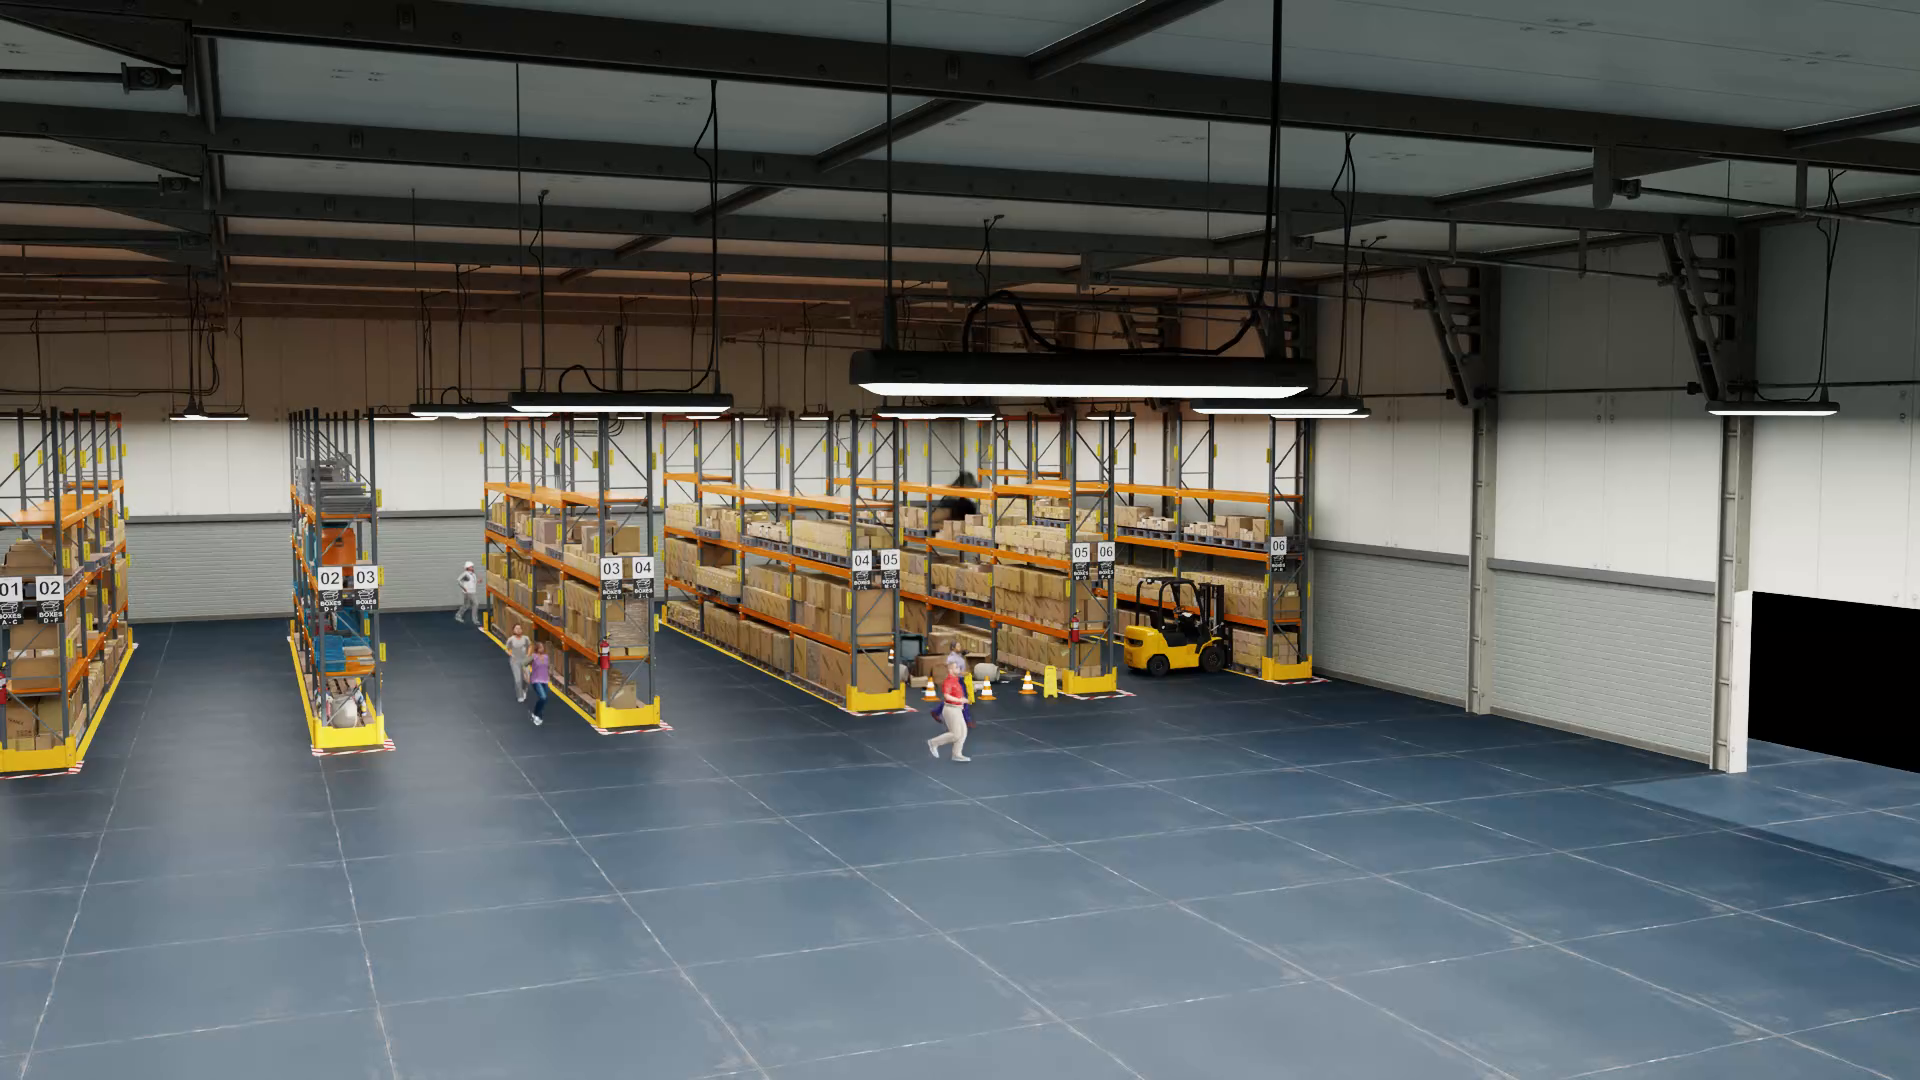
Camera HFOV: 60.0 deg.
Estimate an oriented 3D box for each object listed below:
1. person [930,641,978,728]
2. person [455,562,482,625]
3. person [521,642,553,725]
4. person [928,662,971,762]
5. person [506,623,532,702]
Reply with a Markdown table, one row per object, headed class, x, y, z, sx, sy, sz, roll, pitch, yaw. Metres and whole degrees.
| class | x | y | z | sx | sy | sz | roll | pitch | yaw |
| --- | --- | --- | --- | --- | --- | --- | --- | --- | --- |
| person | -0.113 | 2.708 | 31.251 | 0.931 | 1.649 | 0.611 | 2 | 4 | 24 |
| person | -14.012 | 1.528 | 47.401 | 0.789 | 1.837 | 0.630 | 0 | 4 | -3 |
| person | -7.949 | 2.713 | 31.491 | 0.645 | 1.574 | 0.514 | 4 | 6 | 44 |
| person | -0.170 | 2.903 | 28.149 | 0.741 | 1.691 | 0.668 | 0 | 4 | 7 |
| person | -9.015 | 2.516 | 34.049 | 0.539 | 1.626 | 0.541 | -2 | 4 | -21 |
